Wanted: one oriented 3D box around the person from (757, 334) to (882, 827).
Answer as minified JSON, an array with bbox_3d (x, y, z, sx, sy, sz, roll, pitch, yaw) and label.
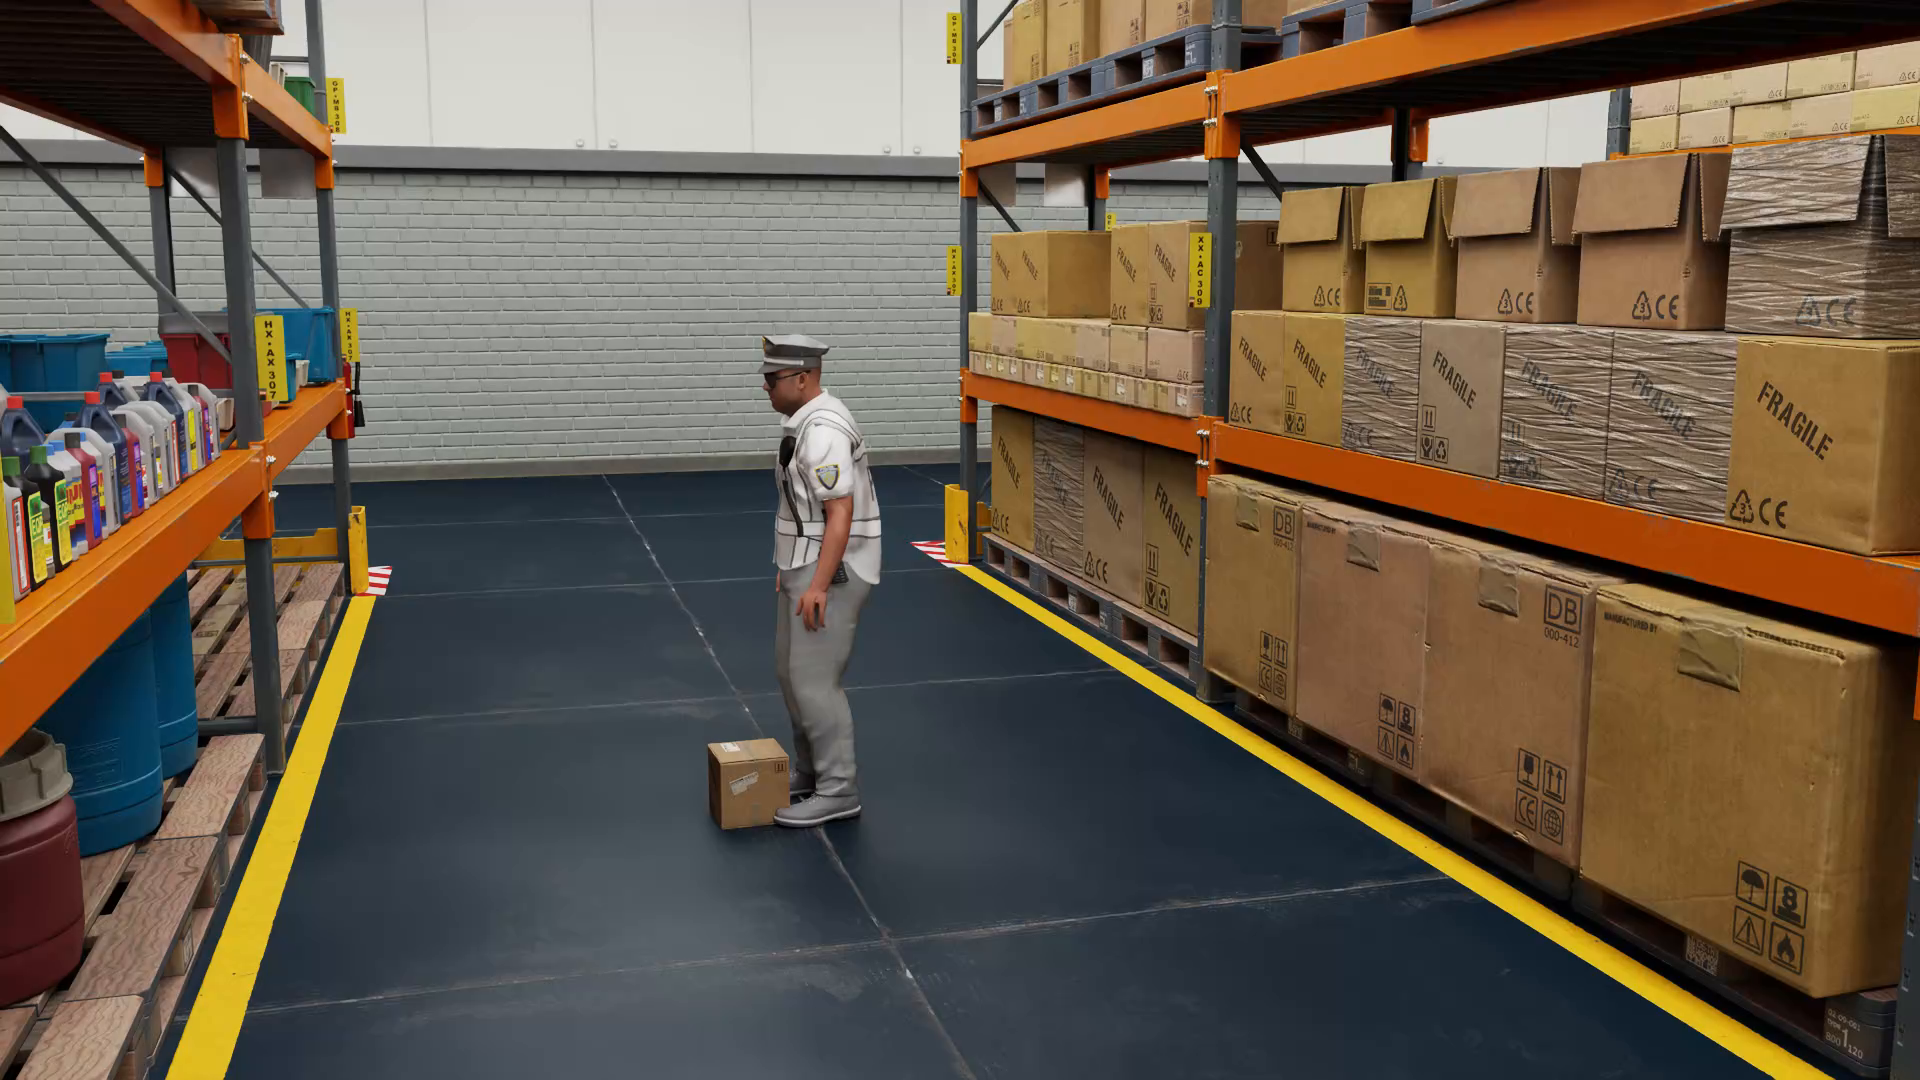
[{"bbox_3d":[-0.515,0.132,6.036,0.436,1.746,0.586,-3,10,-16],"label":"person"}]
